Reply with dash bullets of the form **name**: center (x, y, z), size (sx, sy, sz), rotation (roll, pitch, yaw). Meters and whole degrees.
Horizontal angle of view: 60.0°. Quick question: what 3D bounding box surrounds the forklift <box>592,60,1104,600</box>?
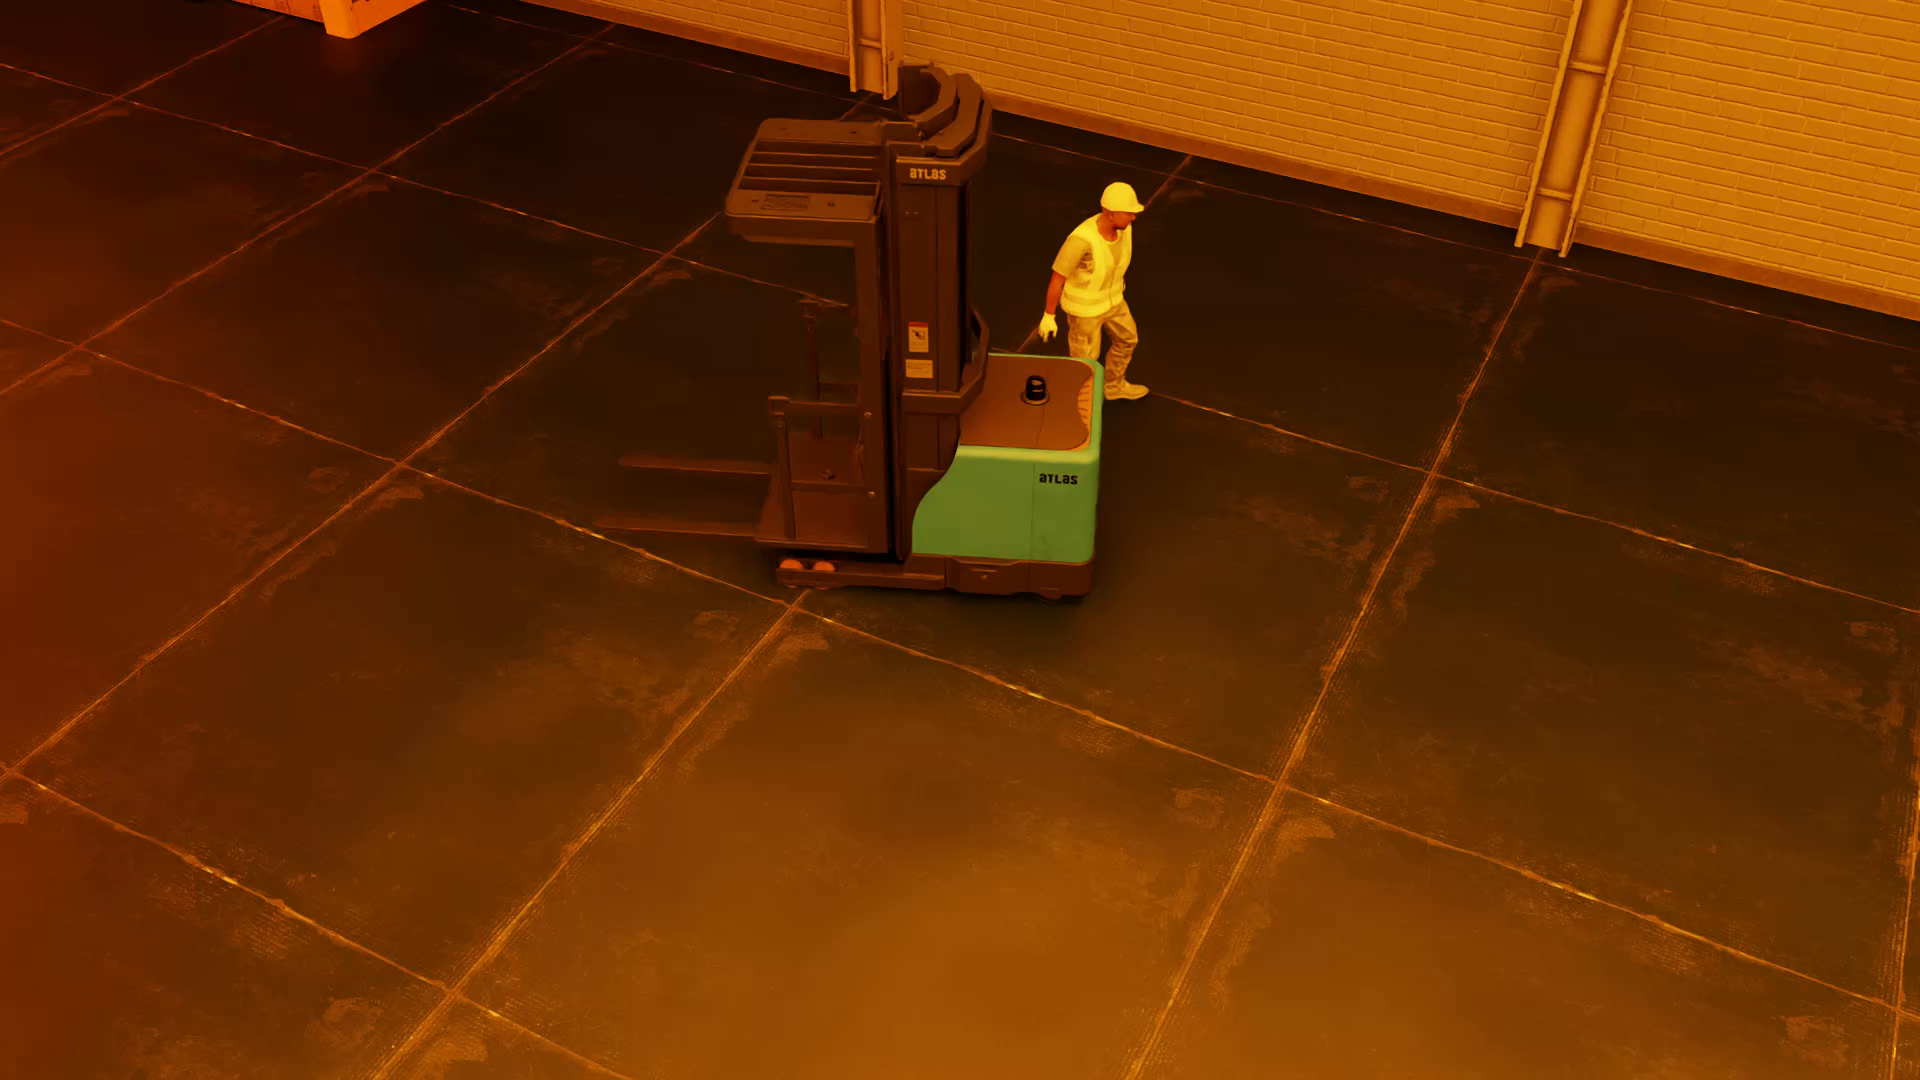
- **forklift**: center (-0.680, -1.163, 9.368), size (3.031, 2.935, 1.130), rotation (4, 40, 4)

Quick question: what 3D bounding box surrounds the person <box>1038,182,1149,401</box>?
- **person**: center (0.898, -1.512, 10.714), size (0.449, 1.745, 0.881), rotation (30, 49, 31)
